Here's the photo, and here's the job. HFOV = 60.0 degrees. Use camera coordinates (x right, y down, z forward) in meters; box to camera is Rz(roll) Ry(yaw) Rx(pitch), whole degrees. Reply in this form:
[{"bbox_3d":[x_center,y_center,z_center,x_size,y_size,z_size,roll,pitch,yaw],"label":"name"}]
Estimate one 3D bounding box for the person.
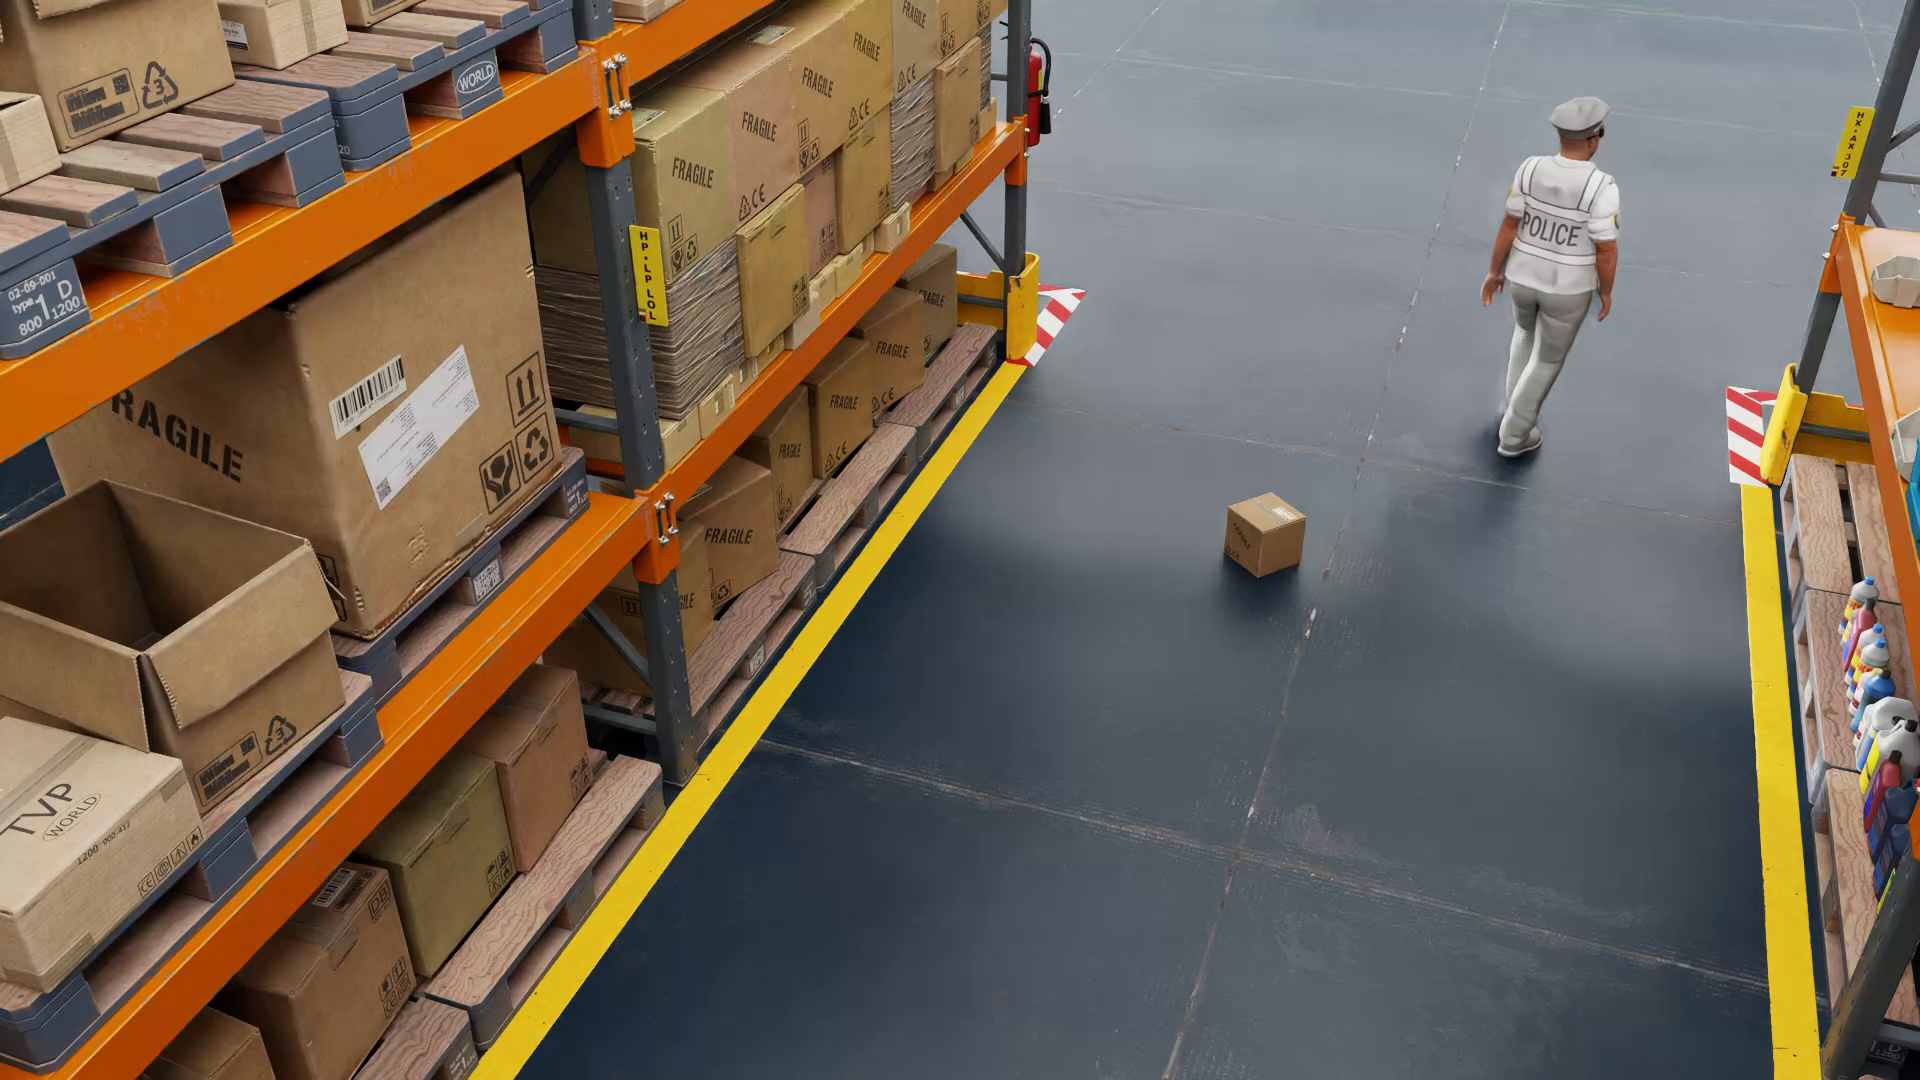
[{"bbox_3d":[2.869,-1.226,8.042,0.573,1.854,0.578,-26,41,-34],"label":"person"}]
